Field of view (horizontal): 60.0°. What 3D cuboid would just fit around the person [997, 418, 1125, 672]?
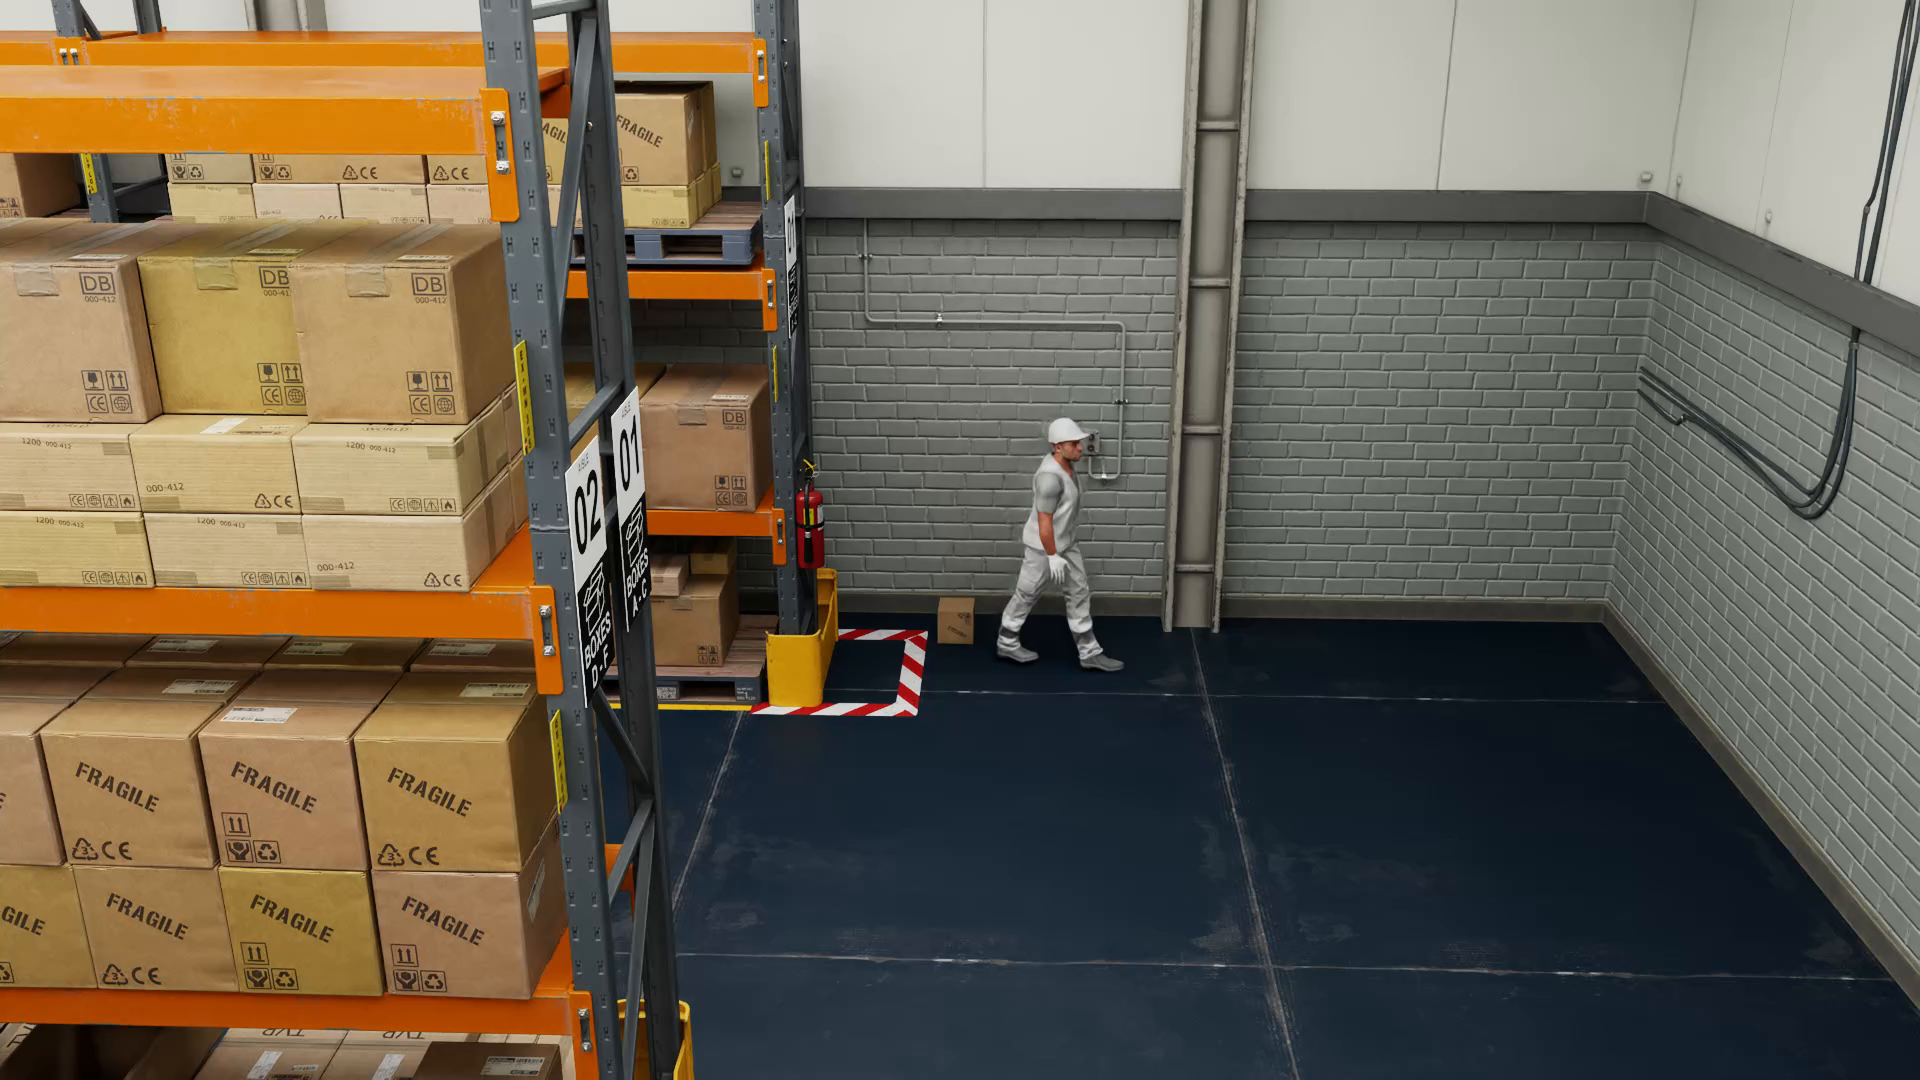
[{"bbox_3d":[0.649,0.037,10.926,0.860,1.755,0.576,10,23,24],"label":"person"}]
